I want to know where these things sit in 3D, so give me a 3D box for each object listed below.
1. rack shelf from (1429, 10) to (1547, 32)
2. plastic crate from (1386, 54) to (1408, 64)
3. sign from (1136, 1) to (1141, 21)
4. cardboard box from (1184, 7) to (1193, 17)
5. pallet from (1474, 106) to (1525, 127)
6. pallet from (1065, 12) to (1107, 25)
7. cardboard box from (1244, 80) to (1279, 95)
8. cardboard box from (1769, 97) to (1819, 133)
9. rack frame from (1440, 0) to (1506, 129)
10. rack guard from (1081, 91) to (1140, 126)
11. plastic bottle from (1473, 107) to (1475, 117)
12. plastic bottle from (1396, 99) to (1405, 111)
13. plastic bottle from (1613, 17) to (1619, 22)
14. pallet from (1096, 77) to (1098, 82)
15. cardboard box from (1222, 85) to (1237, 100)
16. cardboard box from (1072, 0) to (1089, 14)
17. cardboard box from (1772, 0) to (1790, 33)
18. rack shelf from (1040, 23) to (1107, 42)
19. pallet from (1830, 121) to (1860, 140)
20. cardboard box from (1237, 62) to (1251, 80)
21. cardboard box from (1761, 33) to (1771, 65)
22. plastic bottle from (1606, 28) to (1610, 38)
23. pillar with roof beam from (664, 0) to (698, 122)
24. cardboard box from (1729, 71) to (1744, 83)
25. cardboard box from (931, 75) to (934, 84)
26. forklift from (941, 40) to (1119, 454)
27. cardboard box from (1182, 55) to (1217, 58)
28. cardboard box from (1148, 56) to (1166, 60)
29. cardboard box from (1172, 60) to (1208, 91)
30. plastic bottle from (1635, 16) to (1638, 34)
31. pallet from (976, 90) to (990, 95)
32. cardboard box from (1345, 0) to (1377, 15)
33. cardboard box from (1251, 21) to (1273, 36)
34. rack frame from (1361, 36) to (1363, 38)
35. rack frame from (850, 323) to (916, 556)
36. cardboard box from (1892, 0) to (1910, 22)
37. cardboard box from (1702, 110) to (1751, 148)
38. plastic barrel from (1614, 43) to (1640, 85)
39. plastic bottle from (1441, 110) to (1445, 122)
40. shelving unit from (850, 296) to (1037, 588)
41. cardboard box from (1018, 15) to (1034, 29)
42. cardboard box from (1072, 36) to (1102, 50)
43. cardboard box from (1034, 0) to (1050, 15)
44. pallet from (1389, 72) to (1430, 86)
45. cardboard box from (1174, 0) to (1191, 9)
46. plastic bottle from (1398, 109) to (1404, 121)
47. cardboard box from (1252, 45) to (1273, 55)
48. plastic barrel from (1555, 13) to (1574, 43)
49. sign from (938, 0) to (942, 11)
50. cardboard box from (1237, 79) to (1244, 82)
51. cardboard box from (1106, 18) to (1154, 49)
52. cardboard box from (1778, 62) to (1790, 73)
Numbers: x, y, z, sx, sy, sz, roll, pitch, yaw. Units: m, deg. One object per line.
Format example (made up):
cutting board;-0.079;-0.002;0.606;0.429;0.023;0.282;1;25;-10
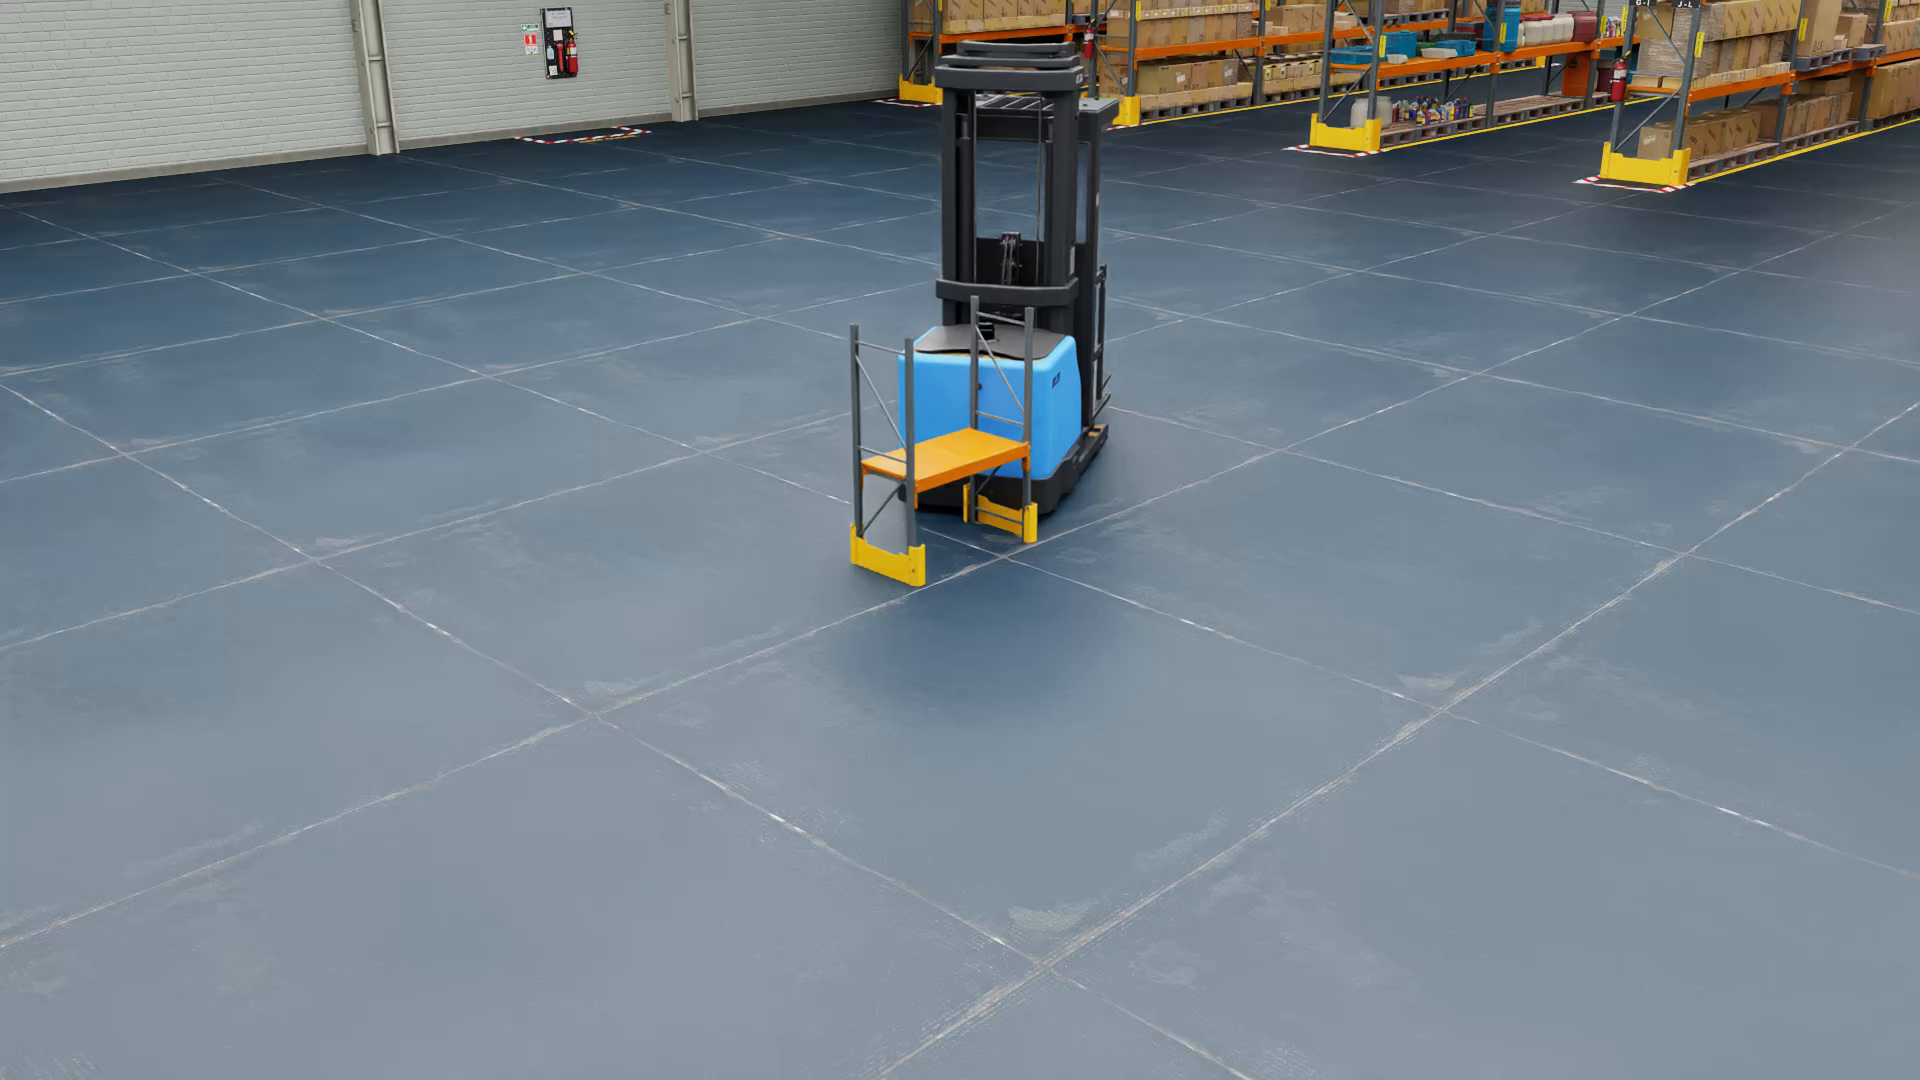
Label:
rack shelf;12.534;-12.350;39.526;1.077;0.370;4.000;19;28;41
plastic crate;7.169;-7.872;27.243;0.298;0.136;0.250;19;28;41
sign;3.161;-9.387;29.499;0.100;0.325;0.005;19;28;41
cardboard box;4.093;-9.815;30.885;0.380;0.149;0.250;19;28;40
pallet;9.625;-7.784;30.532;1.003;0.211;1.213;19;28;41
pallet;2.644;-11.424;36.384;1.003;0.211;1.213;19;28;41
cardboard box;6.017;-9.069;33.236;0.500;0.250;0.500;18;28;39
cardboard box;13.833;-7.087;27.704;0.700;0.500;0.500;16;26;36
rack frame;9.104;-8.874;29.482;1.000;3.000;0.127;19;28;41
rack guard;2.751;-7.914;30.467;1.175;0.500;0.348;19;28;41
plastic bottle;9.075;-7.602;29.459;0.097;0.201;0.097;0;21;0
plastic bottle;7.686;-7.534;29.073;0.185;0.351;0.144;-19;28;-40
plastic bottle;13.444;-10.611;34.173;0.152;0.276;0.135;19;28;41
pallet;3.400;-10.568;37.774;1.003;0.211;1.213;19;28;41
cardboard box;5.035;-8.727;32.347;0.500;0.250;0.500;19;28;41
cardboard box;2.386;-11.728;36.154;0.700;0.500;0.500;19;28;41
cardboard box;12.189;-7.973;25.190;0.500;0.500;0.500;19;28;41
rack shelf;3.401;-11.532;37.399;1.077;0.370;4.000;19;28;41
pallet;14.897;-7.161;28.910;1.003;0.211;1.213;19;28;41
cardboard box;5.635;-9.465;33.484;0.500;0.311;0.500;19;28;41
cardboard box;11.921;-7.600;25.613;0.875;0.500;0.500;19;28;41
plastic bottle;12.597;-9.888;32.396;0.097;0.201;0.097;0;21;0
pillar with roof beam;-2.017;-10.902;26.397;9.100;9.000;0.400;19;28;41
cardboard box;11.348;-6.864;24.602;0.380;0.149;0.250;19;28;41
cardboard box;-0.237;-9.431;34.065;0.500;0.311;0.500;15;26;35
forklift;0.483;-2.029;11.769;1.121;2.935;3.031;6;22;15
cardboard box;4.667;-9.206;32.547;0.500;0.500;0.500;19;28;41
cardboard box;4.332;-11.222;38.462;0.500;0.500;0.700;-20;29;-41
cardboard box;4.349;-8.816;31.533;0.500;0.500;0.500;19;28;41
plastic bottle;13.510;-10.306;33.276;0.144;0.351;0.185;19;28;41
pallet;-0.139;-9.243;34.329;1.003;0.211;1.213;19;28;41
cardboard box;8.707;-11.576;35.786;0.700;0.500;0.500;9;23;23
cardboard box;5.870;-10.182;33.094;0.500;0.250;0.500;-18;27;-39
rack frame;10.378;-14.438;43.958;1.000;3.000;0.127;19;28;41
rack frame;-0.451;-0.494;9.770;0.500;1.500;0.032;19;28;40
cardboard box;16.422;-9.528;29.646;0.637;0.503;0.797;-19;28;-41
cardboard box;11.951;-6.422;26.000;0.500;0.500;0.500;-11;23;-25
plastic barrel;13.800;-9.829;34.307;0.600;0.901;0.708;19;28;41
plastic bottle;8.324;-7.325;28.739;0.097;0.201;0.097;0;21;0
shelving unit;-0.092;-0.628;10.118;0.587;1.500;1.083;19;28;40
cardboard box;1.200;-10.836;34.768;0.500;0.250;0.500;19;28;40
cardboard box;2.813;-11.050;36.968;0.500;0.250;0.500;19;28;40
cardboard box;1.554;-11.314;34.966;0.500;0.500;0.500;19;28;40
pallet;9.747;-10.336;37.172;1.003;0.211;1.213;19;28;41
cardboard box;3.853;-10.136;30.816;0.700;0.500;0.500;19;28;41
plastic bottle;7.676;-7.394;28.918;0.097;0.201;0.097;0;21;0
cardboard box;7.227;-12.403;41.074;0.750;0.750;0.750;20;28;41
plastic barrel;11.330;-9.637;31.310;0.421;0.512;0.421;0;21;0
sign;-0.395;-10.594;32.749;0.100;0.325;0.005;19;28;41
cardboard box;5.640;-9.206;33.594;0.500;0.250;0.500;19;28;40
cardboard box;3.369;-9.428;30.576;1.326;0.649;0.781;-19;28;-40
cardboard box;12.714;-7.388;25.966;0.380;0.149;0.250;19;28;41
